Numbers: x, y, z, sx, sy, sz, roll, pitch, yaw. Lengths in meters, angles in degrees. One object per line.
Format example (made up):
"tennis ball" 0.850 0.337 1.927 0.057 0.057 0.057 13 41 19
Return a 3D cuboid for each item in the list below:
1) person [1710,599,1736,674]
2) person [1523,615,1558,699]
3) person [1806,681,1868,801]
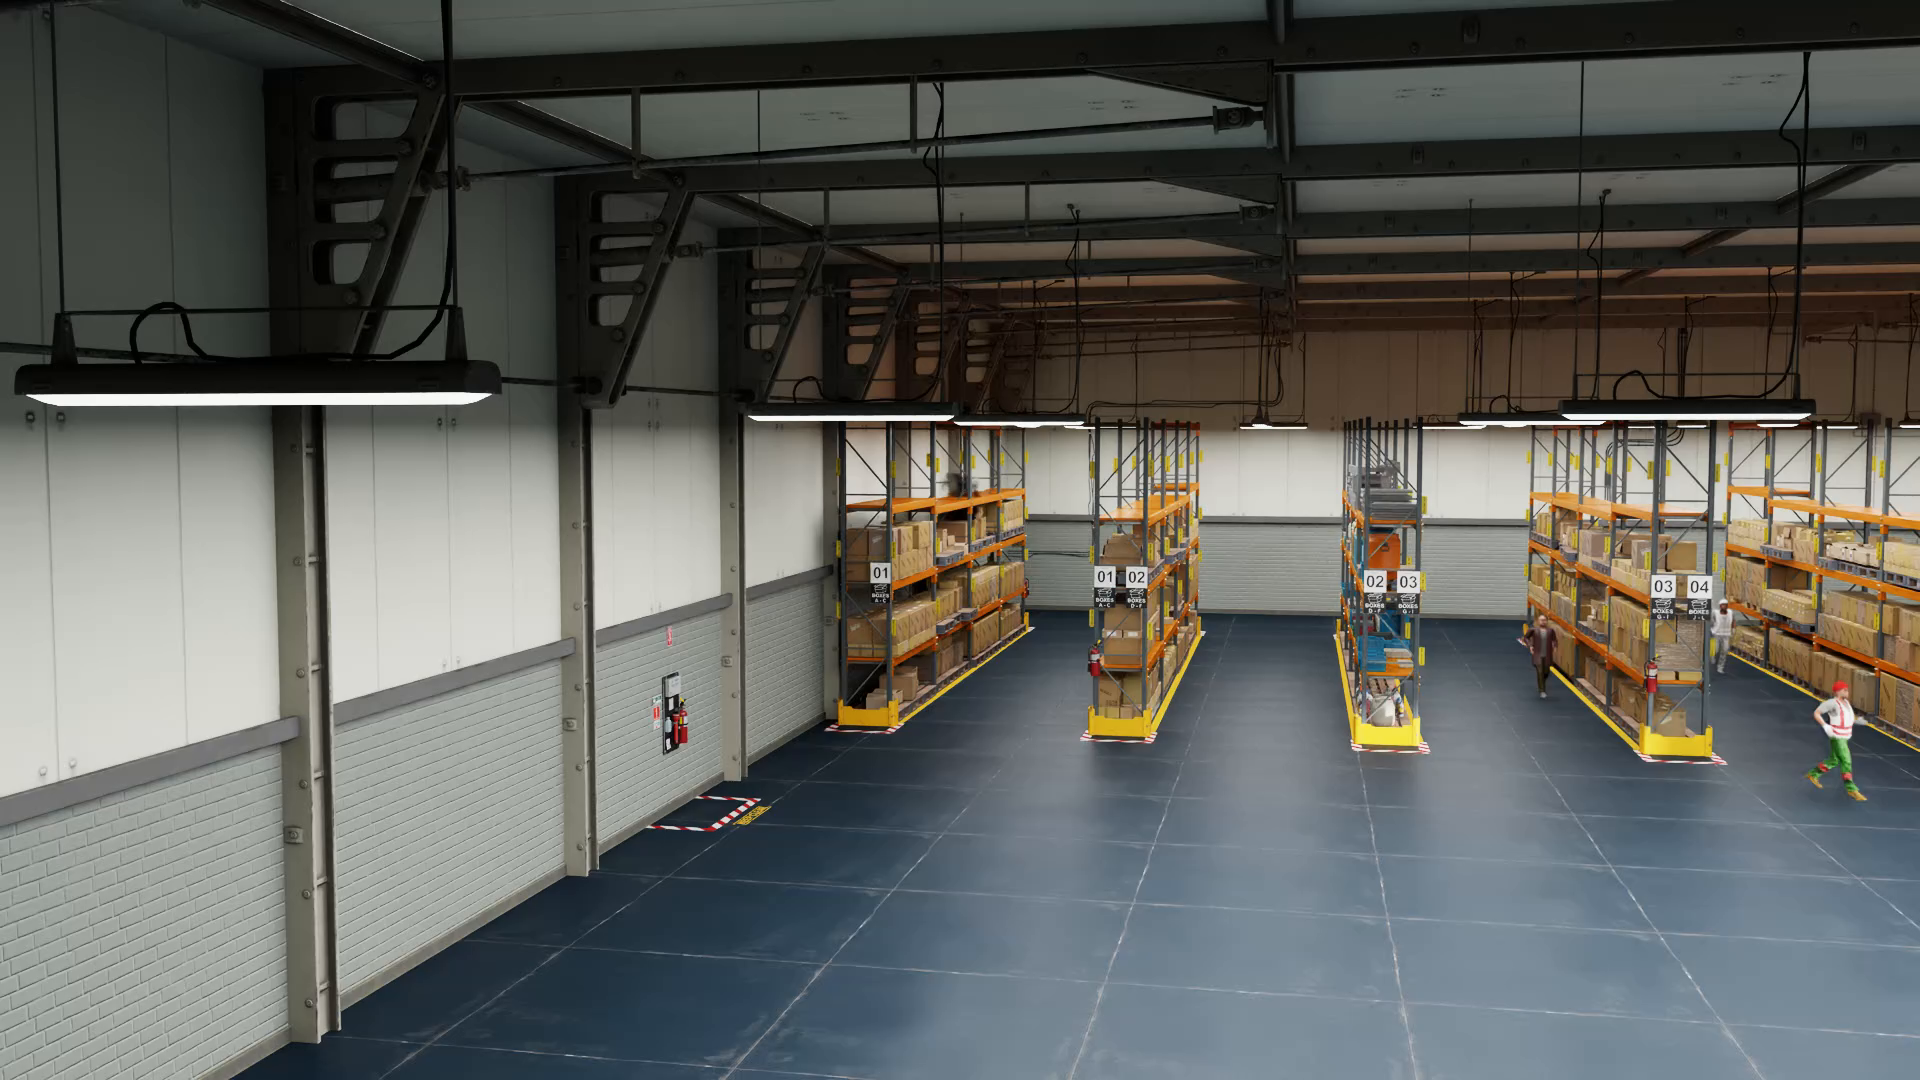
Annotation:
"person" 18.174 2.281 39.721 0.706 1.761 0.832 0 4 7
"person" 12.618 2.515 36.115 0.711 1.769 0.900 0 4 6
"person" 13.791 3.116 26.108 0.651 1.806 0.979 -3 5 -38
